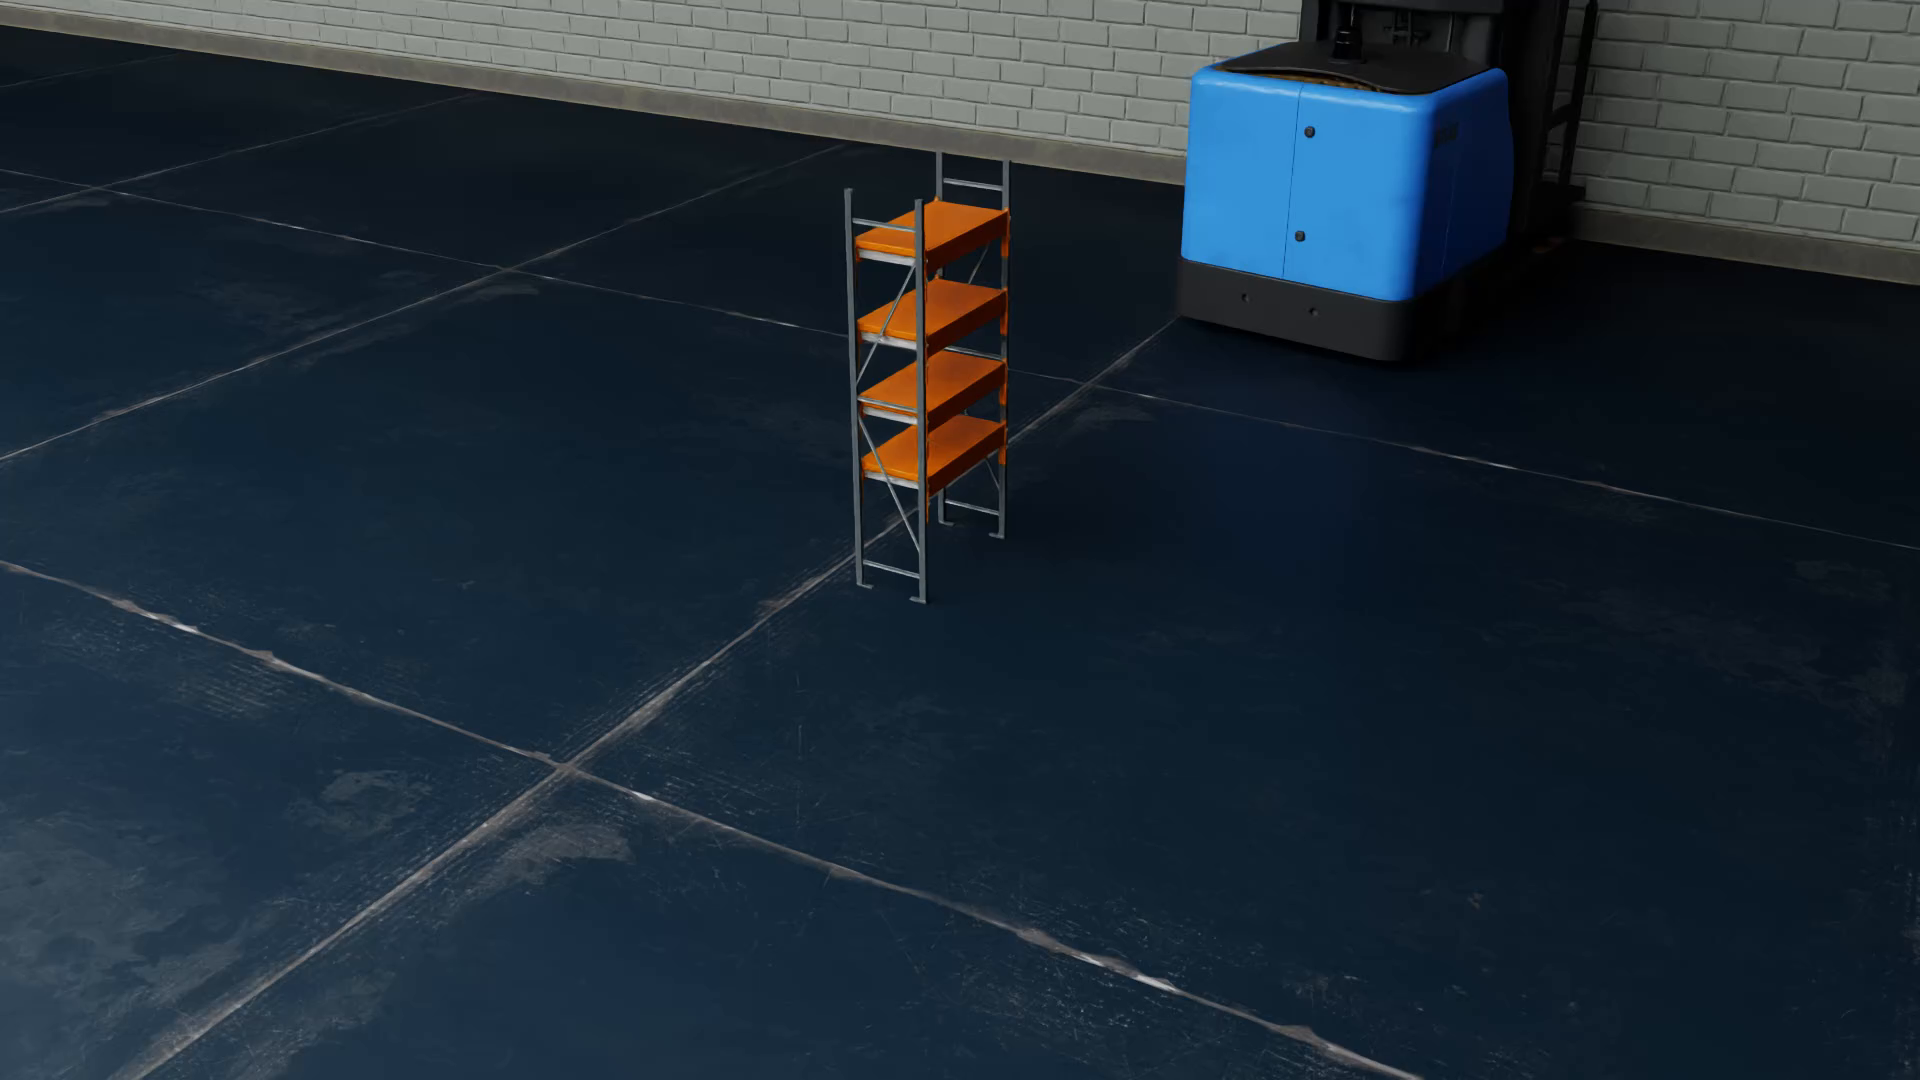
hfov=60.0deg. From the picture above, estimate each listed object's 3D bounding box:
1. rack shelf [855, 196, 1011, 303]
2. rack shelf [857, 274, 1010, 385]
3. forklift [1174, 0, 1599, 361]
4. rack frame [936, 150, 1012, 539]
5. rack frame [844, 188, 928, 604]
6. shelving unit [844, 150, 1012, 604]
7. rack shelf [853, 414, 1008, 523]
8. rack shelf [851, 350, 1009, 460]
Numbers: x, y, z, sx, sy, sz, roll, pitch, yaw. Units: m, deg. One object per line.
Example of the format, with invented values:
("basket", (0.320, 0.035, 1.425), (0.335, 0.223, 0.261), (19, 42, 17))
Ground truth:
("rack shelf", (-0.081, -0.823, 4.677), (0.258, 0.148, 0.480), (14, 30, 26))
("rack shelf", (-0.081, -0.612, 4.783), (0.258, 0.148, 0.480), (14, 30, 26))
("forklift", (2.195, -2.605, 7.180), (1.130, 2.935, 3.031), (19, 32, 33))
("rack frame", (0.039, -0.567, 5.043), (0.240, 1.200, 0.015), (14, 30, 26))
("rack frame", (-0.201, -0.377, 4.663), (0.240, 1.200, 0.015), (14, 30, 26))
("shelving unit", (-0.081, -0.472, 4.853), (0.258, 1.200, 0.503), (14, 30, 26))
("rack shelf", (-0.081, -0.234, 4.972), (0.258, 0.148, 0.480), (14, 30, 26))
("rack shelf", (-0.081, -0.412, 4.883), (0.258, 0.148, 0.480), (14, 30, 26))
